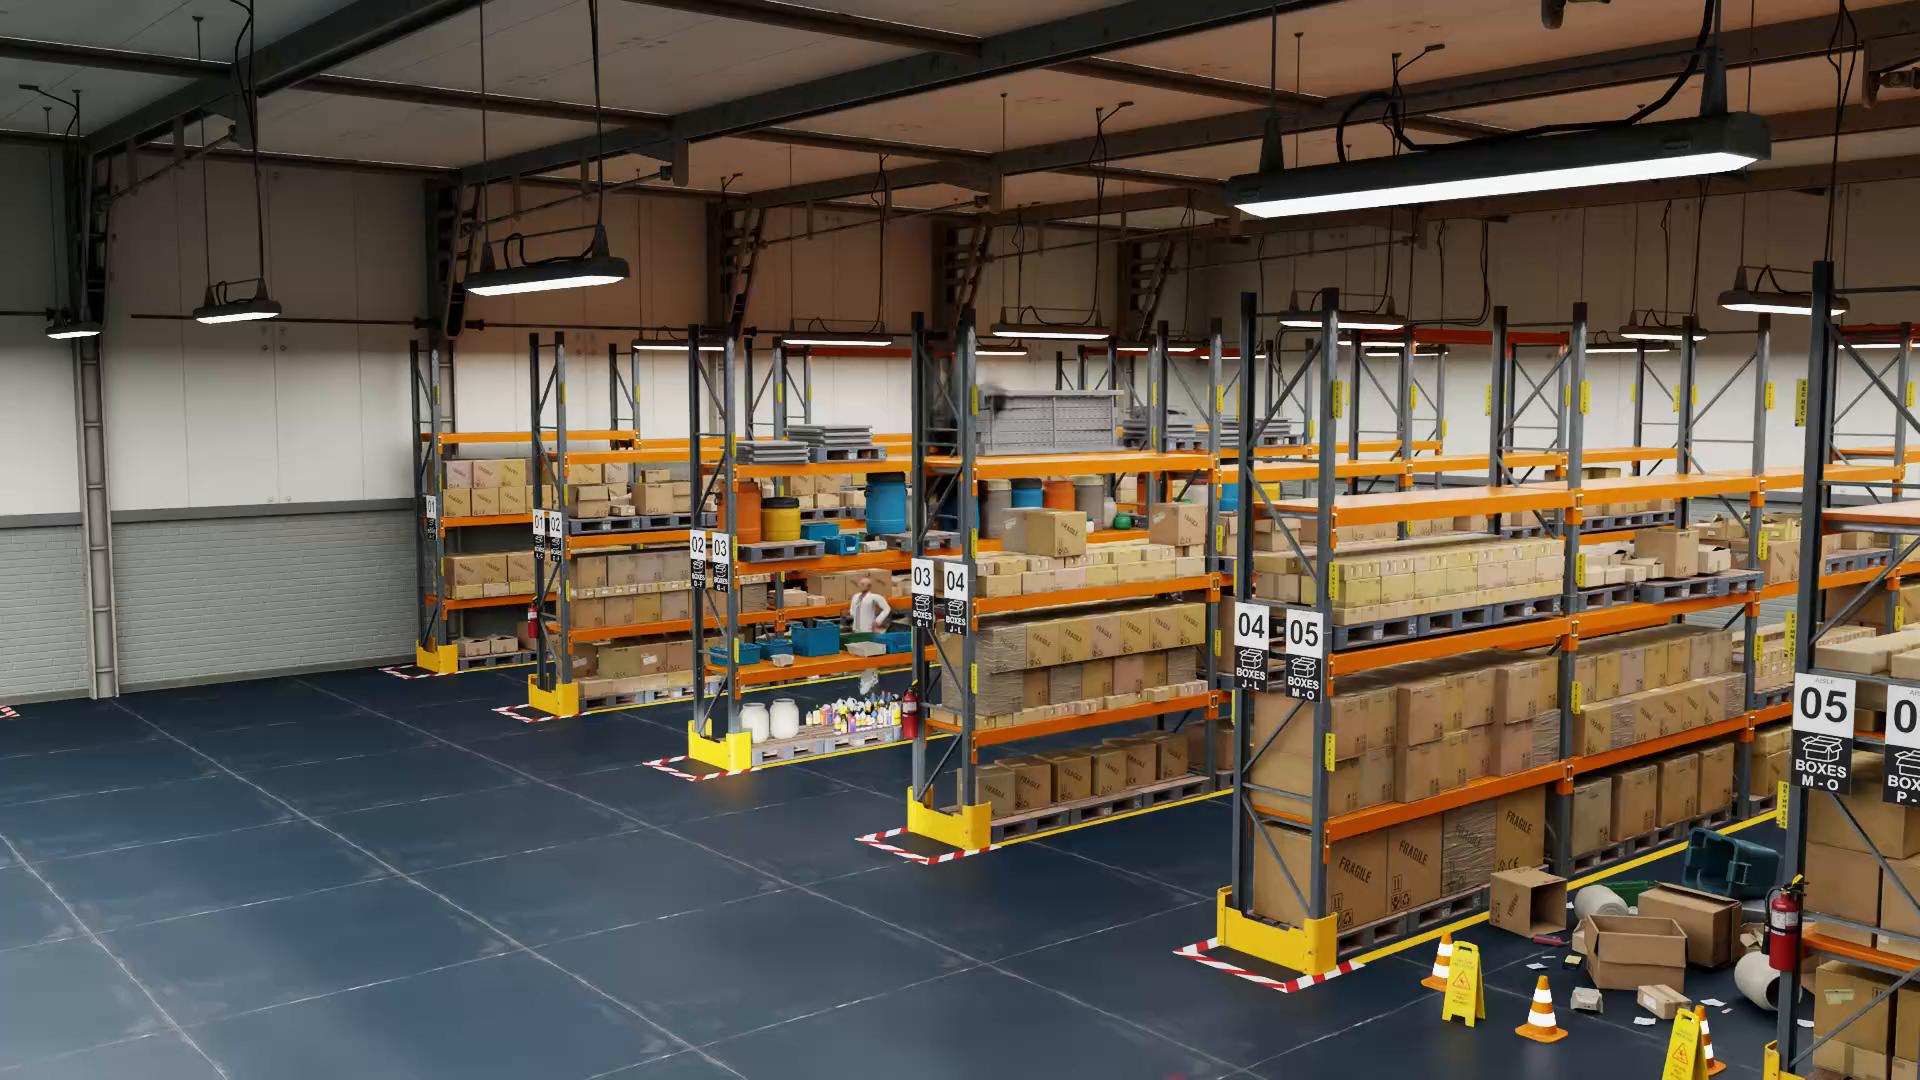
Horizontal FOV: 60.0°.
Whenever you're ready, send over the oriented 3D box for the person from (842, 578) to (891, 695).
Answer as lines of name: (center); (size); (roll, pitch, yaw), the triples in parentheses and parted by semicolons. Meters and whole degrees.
person: (-1.560, 1.546, 26.731); (0.688, 1.872, 0.743); (5, 7, 43)
